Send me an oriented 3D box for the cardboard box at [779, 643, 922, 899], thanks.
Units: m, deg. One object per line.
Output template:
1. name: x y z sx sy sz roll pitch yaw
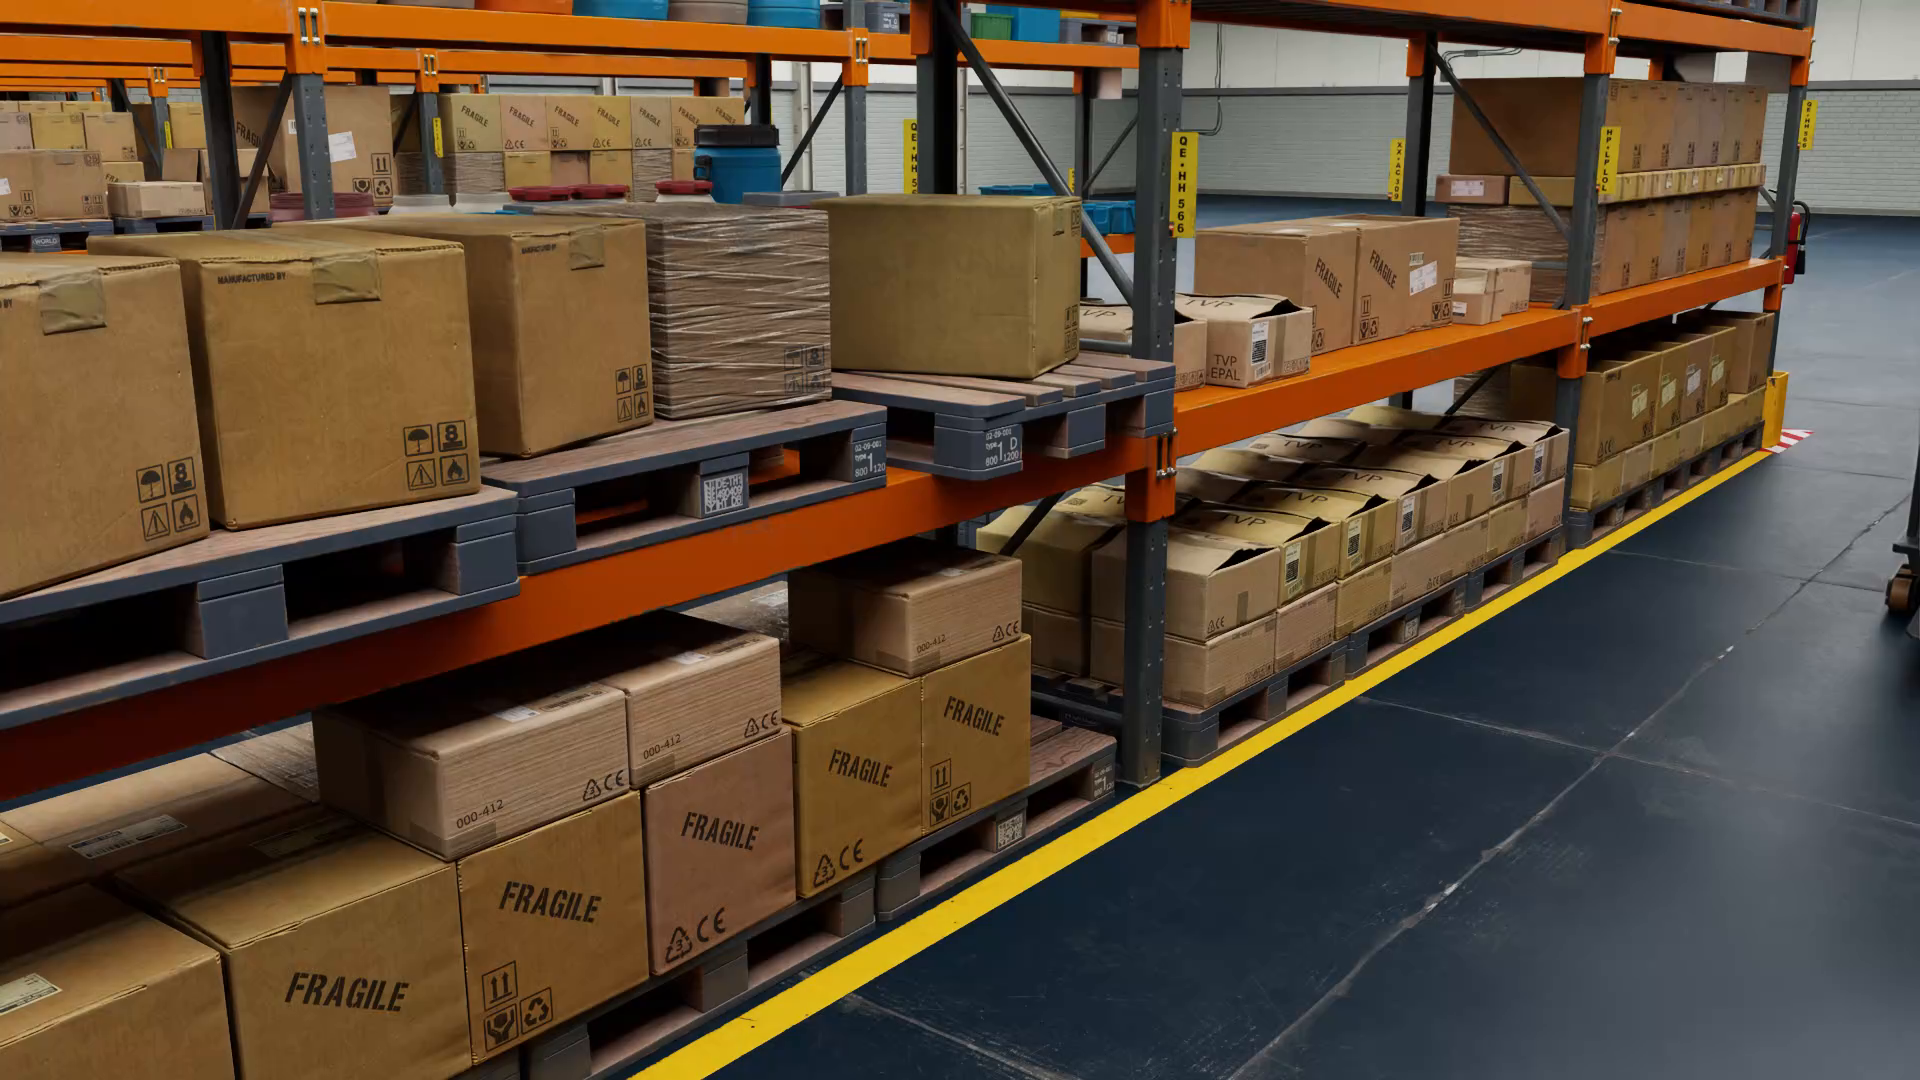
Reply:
1. cardboard box: -0.457 0.635 4.716 0.500 0.500 0.500 10 18 36

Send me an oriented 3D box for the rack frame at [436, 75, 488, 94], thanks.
1. rack frame: -6.195 -4.531 20.866 1.000 3.000 0.127 11 18 38

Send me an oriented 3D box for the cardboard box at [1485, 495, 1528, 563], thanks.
1. cardboard box: 2.433 -0.094 8.133 0.500 0.250 0.500 11 18 37

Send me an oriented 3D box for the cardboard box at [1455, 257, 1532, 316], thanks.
1. cardboard box: 2.512 -1.271 8.337 0.500 0.250 0.500 13 19 41

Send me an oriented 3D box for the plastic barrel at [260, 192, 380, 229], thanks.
1. plastic barrel: -3.521 -1.647 9.238 0.600 0.536 0.708 11 18 38

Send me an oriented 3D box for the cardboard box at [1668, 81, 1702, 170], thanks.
1. cardboard box: 4.008 -2.496 10.017 0.700 0.500 0.500 11 18 38

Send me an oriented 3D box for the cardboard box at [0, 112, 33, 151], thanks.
1. cardboard box: -9.656 -4.006 16.568 0.700 0.500 0.500 11 18 38

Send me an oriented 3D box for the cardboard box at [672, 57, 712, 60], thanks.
1. cardboard box: -2.818 -4.897 16.521 0.500 0.250 0.500 11 18 38

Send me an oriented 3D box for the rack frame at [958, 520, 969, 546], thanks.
1. rack frame: -0.048 -0.567 8.917 0.240 1.200 0.006 11 18 38

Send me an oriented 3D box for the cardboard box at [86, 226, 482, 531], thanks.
1. cardboard box: -1.386 -0.362 3.399 0.500 0.500 0.700 -12 19 -40

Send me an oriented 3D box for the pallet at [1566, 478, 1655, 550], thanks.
1. pallet: 3.320 -0.239 9.633 1.003 0.211 1.213 11 18 38

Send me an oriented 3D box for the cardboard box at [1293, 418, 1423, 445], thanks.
1. cardboard box: 2.016 -0.451 8.400 0.500 0.311 0.500 11 18 37

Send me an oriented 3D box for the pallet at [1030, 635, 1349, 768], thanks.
1. pallet: 0.822 0.522 6.641 1.003 0.211 1.213 11 18 38

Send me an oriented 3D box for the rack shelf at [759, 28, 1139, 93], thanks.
1. rack shelf: 0.194 -3.700 12.963 1.077 0.370 4.000 11 18 38

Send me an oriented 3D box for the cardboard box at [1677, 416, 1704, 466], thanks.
1. cardboard box: 4.261 -0.644 10.296 0.500 0.250 0.500 11 18 38

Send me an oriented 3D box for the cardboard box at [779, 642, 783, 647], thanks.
1. cardboard box: -0.878 0.559 5.012 0.500 0.500 0.500 11 18 37

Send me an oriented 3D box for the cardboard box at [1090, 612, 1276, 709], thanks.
1. cardboard box: 0.831 0.396 6.203 0.500 0.250 0.500 11 18 37

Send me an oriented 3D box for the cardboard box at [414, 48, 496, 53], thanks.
1. cardboard box: -4.433 -4.406 14.586 0.500 0.250 0.500 10 18 35

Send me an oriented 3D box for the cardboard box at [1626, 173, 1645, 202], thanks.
1. cardboard box: 3.590 -1.977 9.292 0.380 0.149 0.250 11 18 37

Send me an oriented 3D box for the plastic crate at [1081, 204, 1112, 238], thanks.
1. plastic crate: 0.957 -2.640 13.724 0.499 0.251 0.408 11 18 38

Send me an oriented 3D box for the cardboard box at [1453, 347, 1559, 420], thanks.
1. cardboard box: 3.233 -0.895 9.763 0.500 0.500 0.500 11 18 38

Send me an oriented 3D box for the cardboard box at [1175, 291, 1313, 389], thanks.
1. cardboard box: 0.987 -0.776 6.268 0.500 0.311 0.500 11 18 37

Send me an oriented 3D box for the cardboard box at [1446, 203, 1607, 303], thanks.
1. cardboard box: 3.062 -1.579 9.042 0.700 0.500 0.500 11 18 36

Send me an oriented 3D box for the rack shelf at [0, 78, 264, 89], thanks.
1. rack shelf: -11.366 -6.000 22.017 1.077 0.370 4.000 11 18 38

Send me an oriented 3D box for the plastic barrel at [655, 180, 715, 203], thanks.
1. plastic barrel: -1.834 -2.128 11.132 0.433 0.535 0.433 0 14 0

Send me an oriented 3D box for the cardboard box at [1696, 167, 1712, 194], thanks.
1. cardboard box: 4.397 -2.222 10.258 0.380 0.149 0.250 12 18 39

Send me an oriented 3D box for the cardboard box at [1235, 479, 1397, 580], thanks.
1. cardboard box: 1.477 -0.075 6.918 0.500 0.311 0.500 11 18 36

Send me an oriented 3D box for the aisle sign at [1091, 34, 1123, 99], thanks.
1. aisle sign: 1.269 -4.297 14.664 0.394 0.787 0.004 11 18 38

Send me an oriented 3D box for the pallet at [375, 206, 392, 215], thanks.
1. pallet: -5.509 -2.761 14.289 1.003 0.211 1.213 11 18 38

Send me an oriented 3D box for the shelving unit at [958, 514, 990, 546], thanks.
1. shelving unit: 0.009 -0.584 8.986 0.258 1.200 0.189 11 18 38

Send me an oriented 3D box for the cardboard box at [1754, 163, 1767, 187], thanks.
1. cardboard box: 5.210 -2.470 11.235 0.380 0.149 0.250 11 18 37

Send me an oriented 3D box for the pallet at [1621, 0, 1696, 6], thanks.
1. pallet: 3.304 -3.022 9.016 1.003 0.211 1.213 11 18 38

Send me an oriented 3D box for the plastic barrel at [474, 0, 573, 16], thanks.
1. plastic barrel: -2.481 -3.356 9.278 0.600 0.830 0.708 11 18 38

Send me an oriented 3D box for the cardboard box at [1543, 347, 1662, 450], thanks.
1. cardboard box: 3.631 -0.816 9.451 0.500 0.500 0.500 11 18 38

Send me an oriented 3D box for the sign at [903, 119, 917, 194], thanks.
1. sign: -0.160 -1.325 5.893 0.100 0.325 0.005 11 18 38

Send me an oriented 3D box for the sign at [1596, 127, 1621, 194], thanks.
1. sign: 3.216 -1.885 8.260 0.100 0.325 0.005 11 18 38

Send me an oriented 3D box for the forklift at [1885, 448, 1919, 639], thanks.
1. forklift: 4.981 -1.072 7.390 1.130 2.935 3.031 10 17 34

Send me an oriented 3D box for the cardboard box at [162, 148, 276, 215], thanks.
1. cardboard box: -5.933 -2.885 13.326 0.797 0.503 0.637 14 20 43

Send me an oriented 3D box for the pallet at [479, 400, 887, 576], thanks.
1. pallet: -0.945 -0.212 4.255 1.003 0.211 1.213 11 18 38

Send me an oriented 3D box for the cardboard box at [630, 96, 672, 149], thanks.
1. cardboard box: -3.180 -4.086 16.276 0.500 0.500 0.500 11 18 38

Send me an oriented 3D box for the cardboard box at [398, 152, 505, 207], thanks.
1. cardboard box: -4.584 -3.247 15.006 0.875 0.500 0.500 11 18 38

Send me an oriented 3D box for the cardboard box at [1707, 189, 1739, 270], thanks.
1. cardboard box: 4.672 -2.070 10.976 0.700 0.500 0.500 12 18 39

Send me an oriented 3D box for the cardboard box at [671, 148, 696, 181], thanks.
1. cardboard box: -2.989 -3.721 16.872 0.875 0.500 0.500 11 18 38

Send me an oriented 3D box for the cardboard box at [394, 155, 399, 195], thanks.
1. cardboard box: -7.172 -4.329 19.767 0.875 0.550 0.550 11 18 38

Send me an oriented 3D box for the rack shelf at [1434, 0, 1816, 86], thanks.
1. rack shelf: 4.045 -2.932 9.943 1.077 0.370 4.000 11 18 38

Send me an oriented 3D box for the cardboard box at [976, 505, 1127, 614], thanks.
1. cardboard box: 0.411 0.041 6.463 0.500 0.311 0.500 12 18 39

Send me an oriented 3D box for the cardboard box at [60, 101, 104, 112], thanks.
1. cardboard box: -11.503 -5.426 21.551 0.700 0.500 0.500 11 18 36

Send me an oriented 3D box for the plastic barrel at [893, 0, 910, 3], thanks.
1. plastic barrel: -0.354 -4.286 11.938 0.600 0.901 0.708 11 18 38

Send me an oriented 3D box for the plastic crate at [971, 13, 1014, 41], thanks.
1. plastic crate: 0.141 -3.823 12.416 0.336 0.188 0.450 11 18 38

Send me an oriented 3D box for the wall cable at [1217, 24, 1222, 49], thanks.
1. wall cable: 8.729 -15.588 48.255 3.097 2.526 0.112 11 18 38

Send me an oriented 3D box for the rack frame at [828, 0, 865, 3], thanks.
1. rack frame: -1.063 -5.119 10.997 1.000 3.000 0.127 11 18 38
